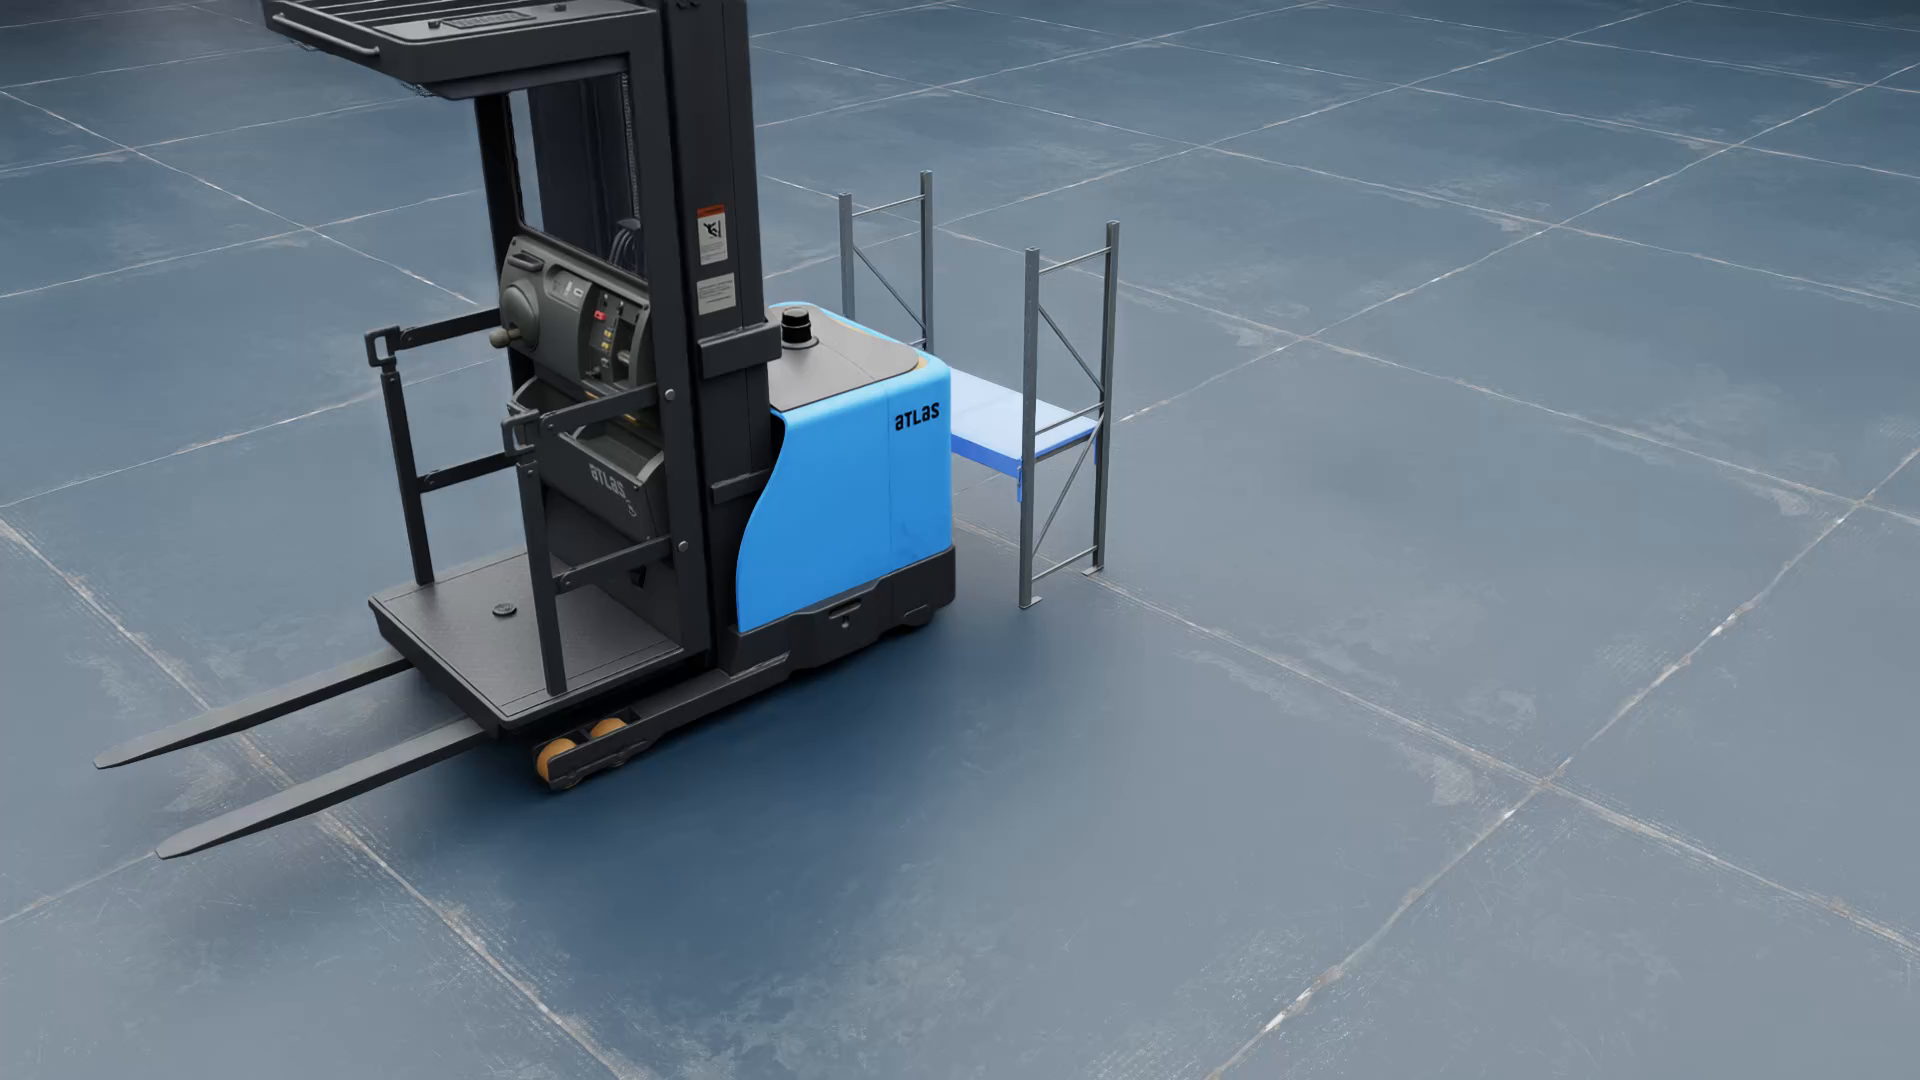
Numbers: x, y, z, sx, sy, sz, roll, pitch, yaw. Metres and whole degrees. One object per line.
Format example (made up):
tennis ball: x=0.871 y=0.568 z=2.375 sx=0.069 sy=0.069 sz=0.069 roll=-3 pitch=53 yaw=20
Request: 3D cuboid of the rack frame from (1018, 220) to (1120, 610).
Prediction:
rack frame: x=0.423 y=-0.470 z=6.533 sx=0.032 sy=1.500 sz=0.500 roll=25 pitch=36 yaw=38

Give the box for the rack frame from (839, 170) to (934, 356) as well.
rack frame: x=-0.302 y=-0.802 z=7.163 sx=0.032 sy=1.500 sz=0.500 roll=25 pitch=36 yaw=38

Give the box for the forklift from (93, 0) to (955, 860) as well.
forklift: x=-1.461 y=-0.728 z=5.485 sx=3.031 sy=2.935 sz=1.130 roll=-22 pitch=35 yaw=-36

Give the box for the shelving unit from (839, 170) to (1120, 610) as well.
shelving unit: x=0.061 y=-0.636 z=6.848 sx=1.048 sy=1.500 sz=0.538 roll=25 pitch=36 yaw=38

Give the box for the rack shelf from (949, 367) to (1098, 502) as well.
rack shelf: x=0.061 y=-0.477 z=6.932 sx=1.000 sy=0.185 sz=0.538 roll=25 pitch=36 yaw=38
